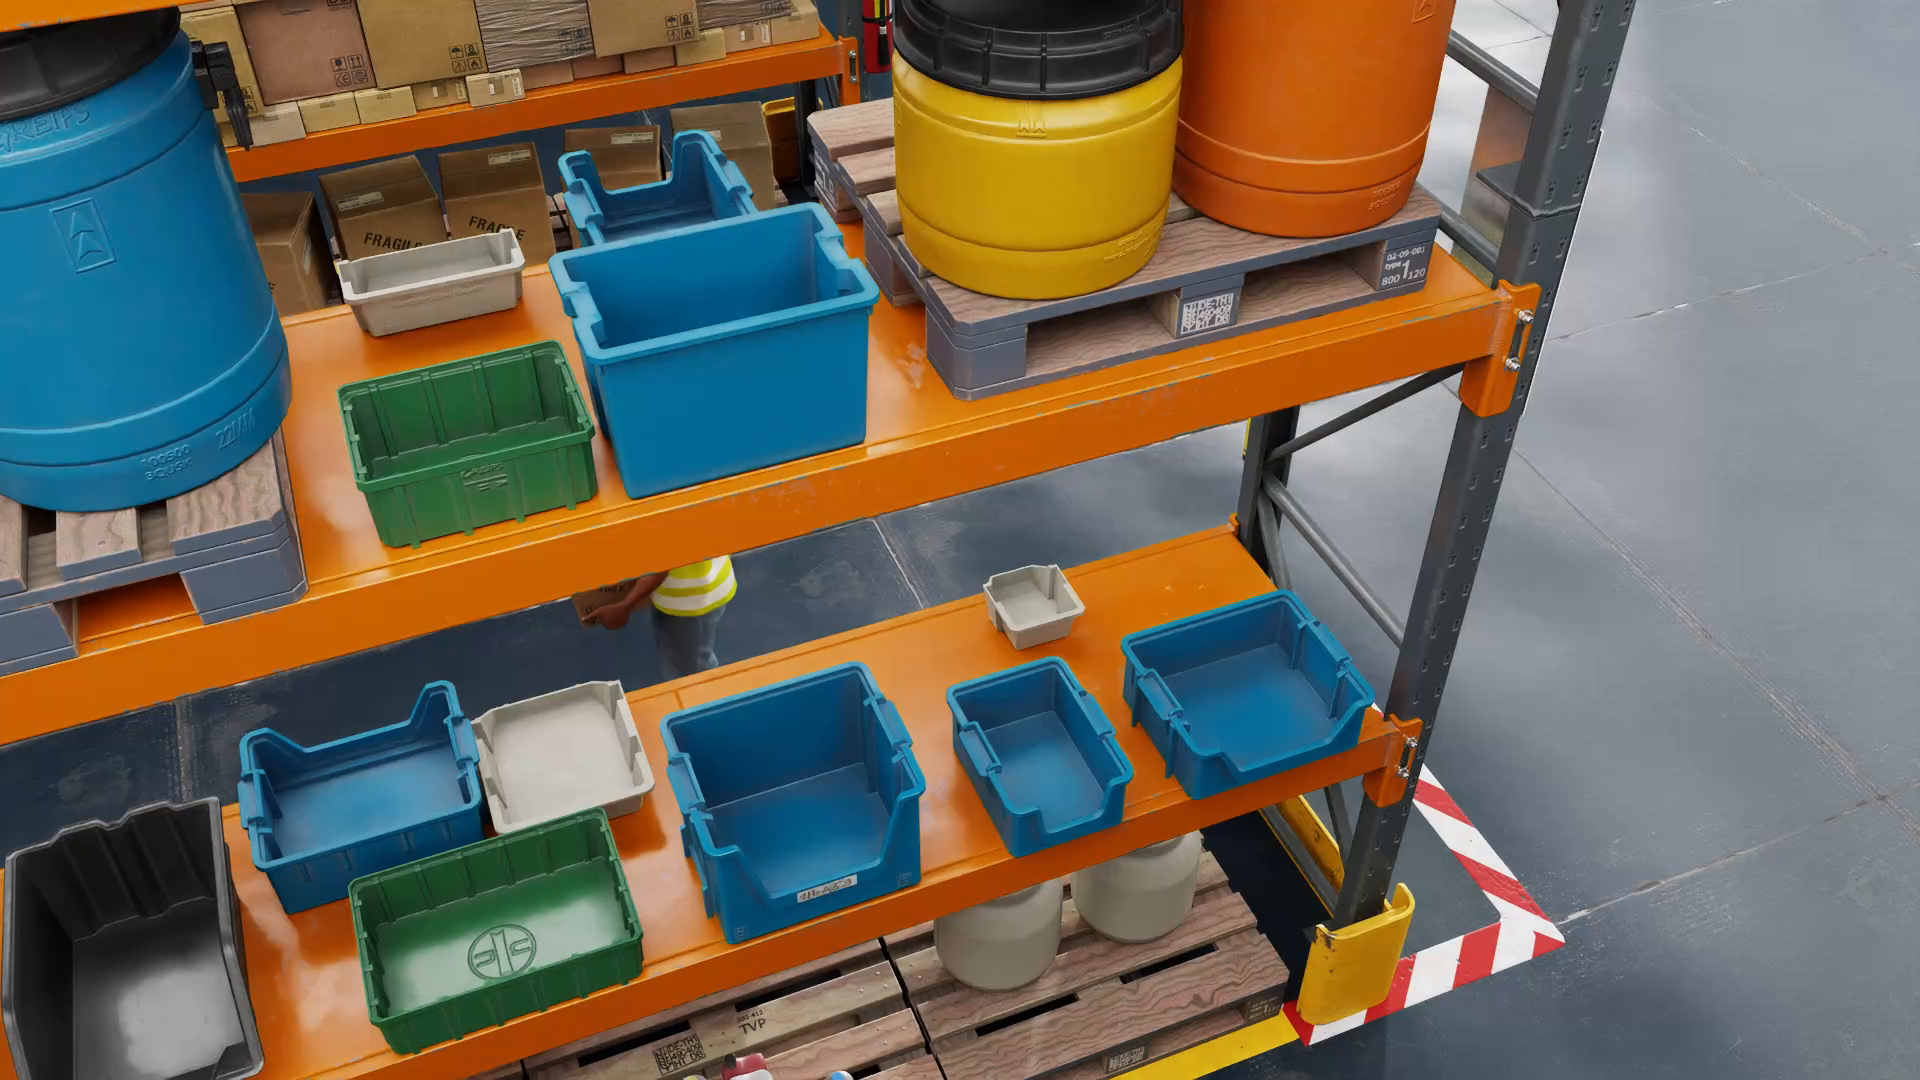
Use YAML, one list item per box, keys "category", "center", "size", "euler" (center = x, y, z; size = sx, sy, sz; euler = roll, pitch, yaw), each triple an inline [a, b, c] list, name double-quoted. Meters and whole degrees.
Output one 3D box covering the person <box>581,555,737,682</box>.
- category: "person"
  center: [-1.075, 0.185, 5.936]
  size: [0.585, 1.760, 0.504]
  euler: [-14, 44, -16]
